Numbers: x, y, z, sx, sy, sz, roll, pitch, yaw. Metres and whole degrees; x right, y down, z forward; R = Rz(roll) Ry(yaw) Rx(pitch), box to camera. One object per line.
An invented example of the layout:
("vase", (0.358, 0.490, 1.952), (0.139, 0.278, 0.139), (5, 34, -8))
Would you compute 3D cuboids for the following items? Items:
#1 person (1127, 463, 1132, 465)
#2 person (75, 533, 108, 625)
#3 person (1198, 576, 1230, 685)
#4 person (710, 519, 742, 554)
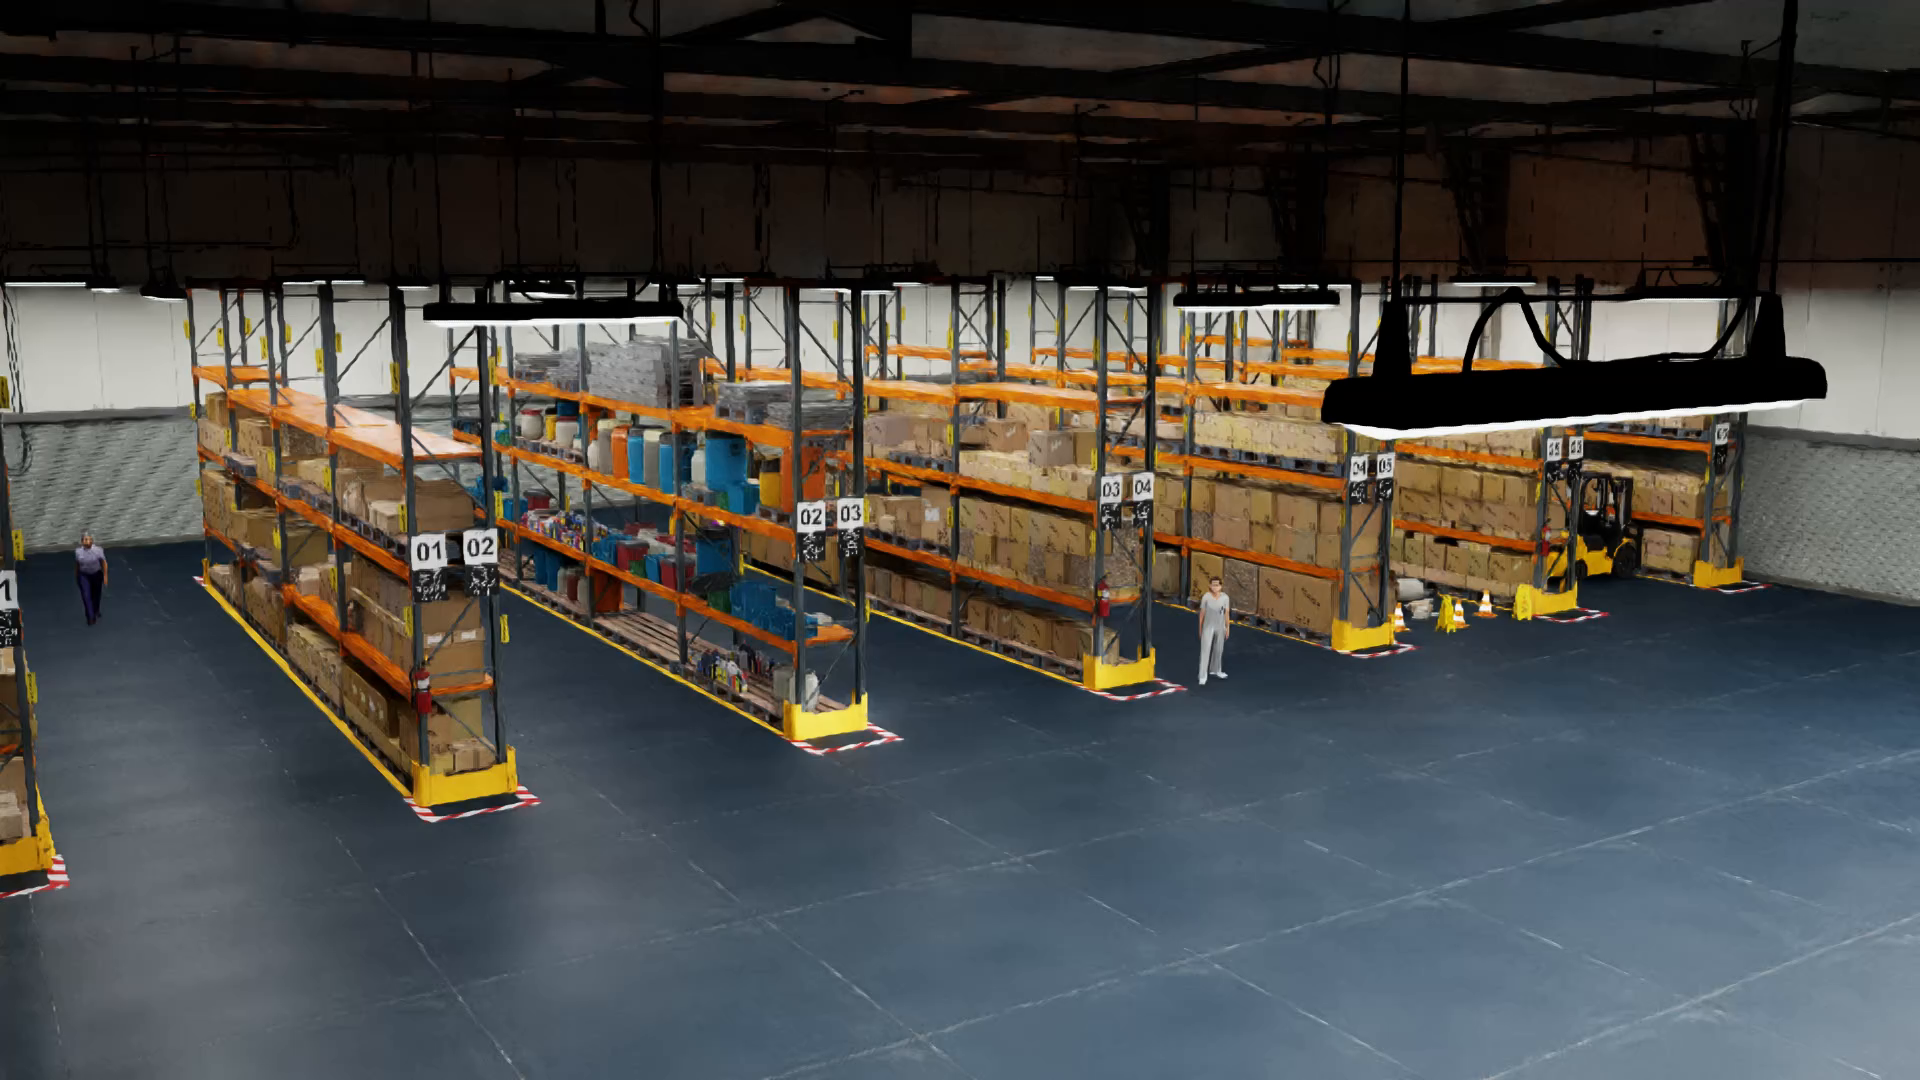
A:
("person", (3.791, -0.858, 37.663), (0.641, 1.772, 0.687), (-2, 10, -10))
("person", (-15.310, 0.650, 29.339), (0.491, 1.590, 1.001), (-6, 11, -33))
("person", (3.815, 1.341, 25.033), (0.572, 1.622, 0.881), (-1, 10, -5))
("person", (-4.512, 0.160, 31.958), (0.719, 1.714, 0.578), (-6, 12, -34))
